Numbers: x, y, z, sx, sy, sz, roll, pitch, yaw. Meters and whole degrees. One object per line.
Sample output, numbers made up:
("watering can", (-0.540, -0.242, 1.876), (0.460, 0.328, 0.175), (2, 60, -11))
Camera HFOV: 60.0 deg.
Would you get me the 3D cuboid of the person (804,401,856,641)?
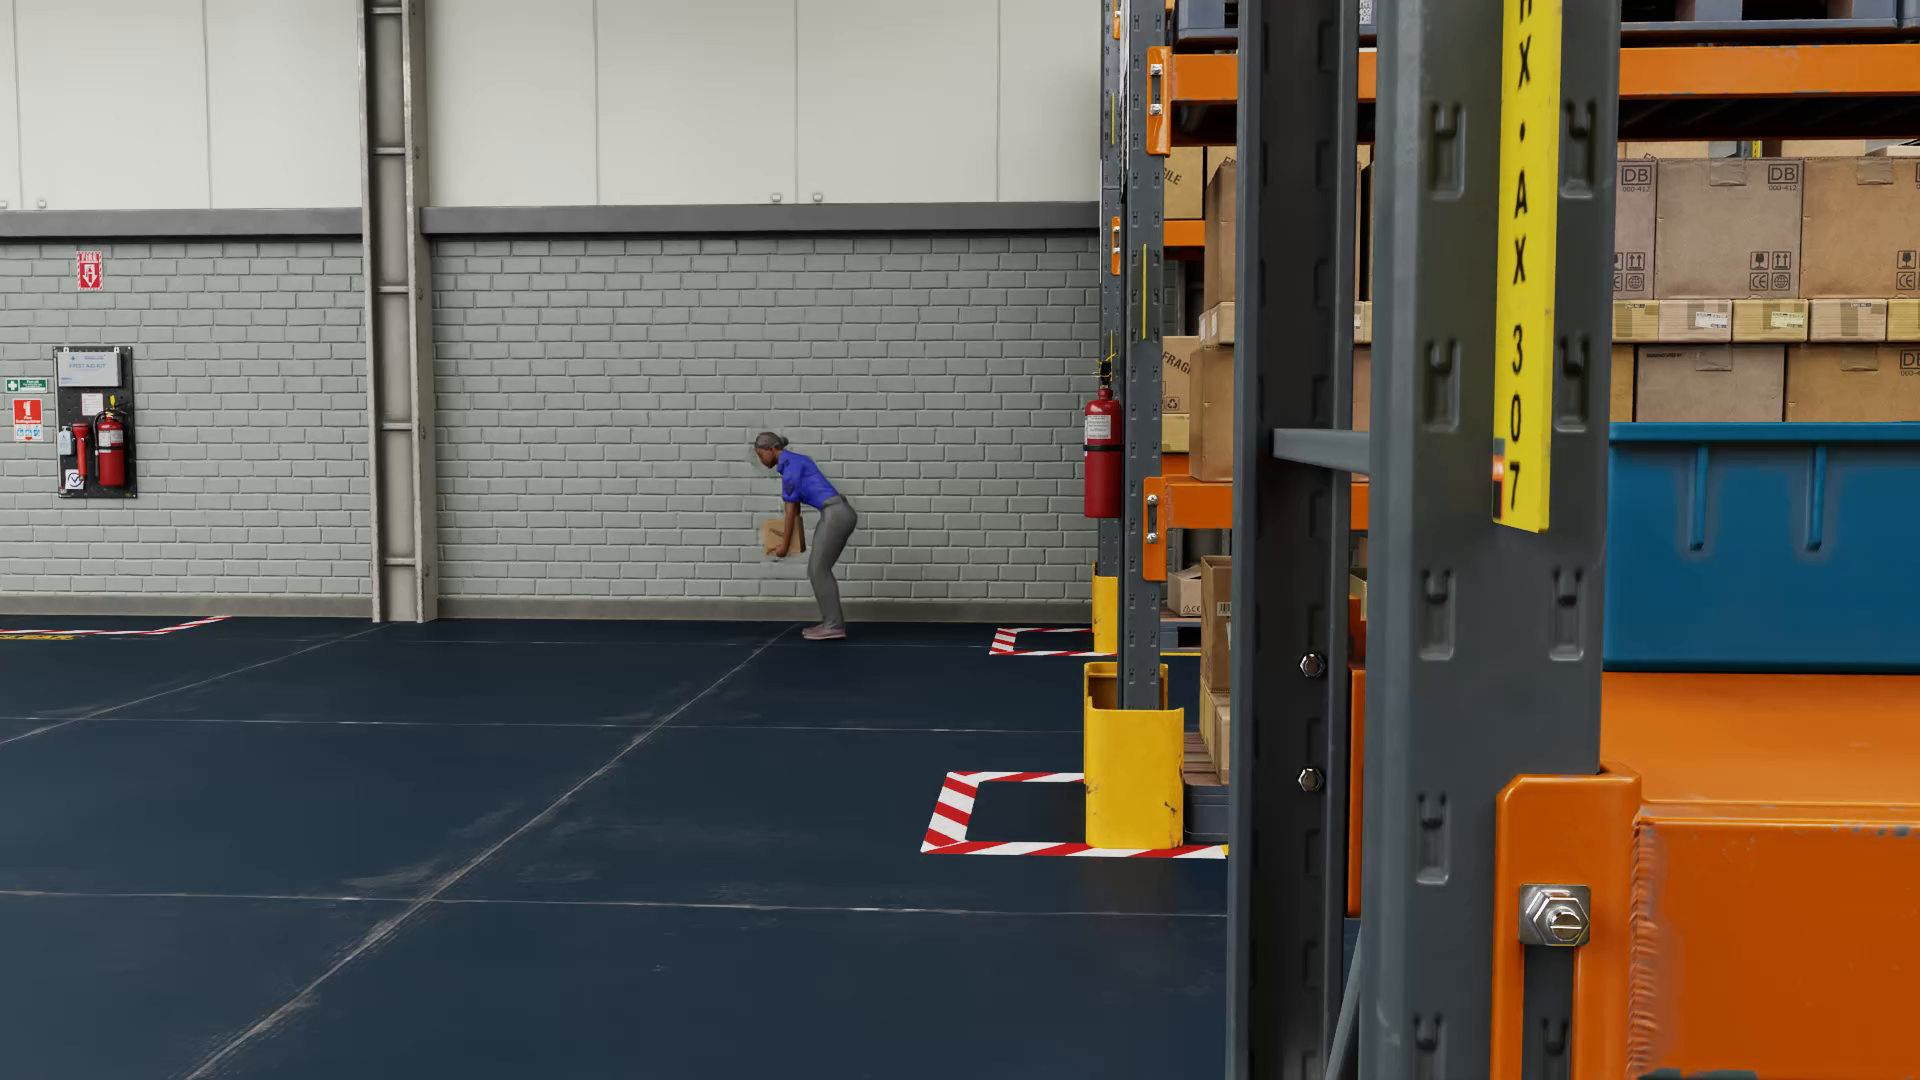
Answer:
("person", (-0.906, -0.141, 11.578), (0.352, 1.653, 0.529), (0, 4, 0))
